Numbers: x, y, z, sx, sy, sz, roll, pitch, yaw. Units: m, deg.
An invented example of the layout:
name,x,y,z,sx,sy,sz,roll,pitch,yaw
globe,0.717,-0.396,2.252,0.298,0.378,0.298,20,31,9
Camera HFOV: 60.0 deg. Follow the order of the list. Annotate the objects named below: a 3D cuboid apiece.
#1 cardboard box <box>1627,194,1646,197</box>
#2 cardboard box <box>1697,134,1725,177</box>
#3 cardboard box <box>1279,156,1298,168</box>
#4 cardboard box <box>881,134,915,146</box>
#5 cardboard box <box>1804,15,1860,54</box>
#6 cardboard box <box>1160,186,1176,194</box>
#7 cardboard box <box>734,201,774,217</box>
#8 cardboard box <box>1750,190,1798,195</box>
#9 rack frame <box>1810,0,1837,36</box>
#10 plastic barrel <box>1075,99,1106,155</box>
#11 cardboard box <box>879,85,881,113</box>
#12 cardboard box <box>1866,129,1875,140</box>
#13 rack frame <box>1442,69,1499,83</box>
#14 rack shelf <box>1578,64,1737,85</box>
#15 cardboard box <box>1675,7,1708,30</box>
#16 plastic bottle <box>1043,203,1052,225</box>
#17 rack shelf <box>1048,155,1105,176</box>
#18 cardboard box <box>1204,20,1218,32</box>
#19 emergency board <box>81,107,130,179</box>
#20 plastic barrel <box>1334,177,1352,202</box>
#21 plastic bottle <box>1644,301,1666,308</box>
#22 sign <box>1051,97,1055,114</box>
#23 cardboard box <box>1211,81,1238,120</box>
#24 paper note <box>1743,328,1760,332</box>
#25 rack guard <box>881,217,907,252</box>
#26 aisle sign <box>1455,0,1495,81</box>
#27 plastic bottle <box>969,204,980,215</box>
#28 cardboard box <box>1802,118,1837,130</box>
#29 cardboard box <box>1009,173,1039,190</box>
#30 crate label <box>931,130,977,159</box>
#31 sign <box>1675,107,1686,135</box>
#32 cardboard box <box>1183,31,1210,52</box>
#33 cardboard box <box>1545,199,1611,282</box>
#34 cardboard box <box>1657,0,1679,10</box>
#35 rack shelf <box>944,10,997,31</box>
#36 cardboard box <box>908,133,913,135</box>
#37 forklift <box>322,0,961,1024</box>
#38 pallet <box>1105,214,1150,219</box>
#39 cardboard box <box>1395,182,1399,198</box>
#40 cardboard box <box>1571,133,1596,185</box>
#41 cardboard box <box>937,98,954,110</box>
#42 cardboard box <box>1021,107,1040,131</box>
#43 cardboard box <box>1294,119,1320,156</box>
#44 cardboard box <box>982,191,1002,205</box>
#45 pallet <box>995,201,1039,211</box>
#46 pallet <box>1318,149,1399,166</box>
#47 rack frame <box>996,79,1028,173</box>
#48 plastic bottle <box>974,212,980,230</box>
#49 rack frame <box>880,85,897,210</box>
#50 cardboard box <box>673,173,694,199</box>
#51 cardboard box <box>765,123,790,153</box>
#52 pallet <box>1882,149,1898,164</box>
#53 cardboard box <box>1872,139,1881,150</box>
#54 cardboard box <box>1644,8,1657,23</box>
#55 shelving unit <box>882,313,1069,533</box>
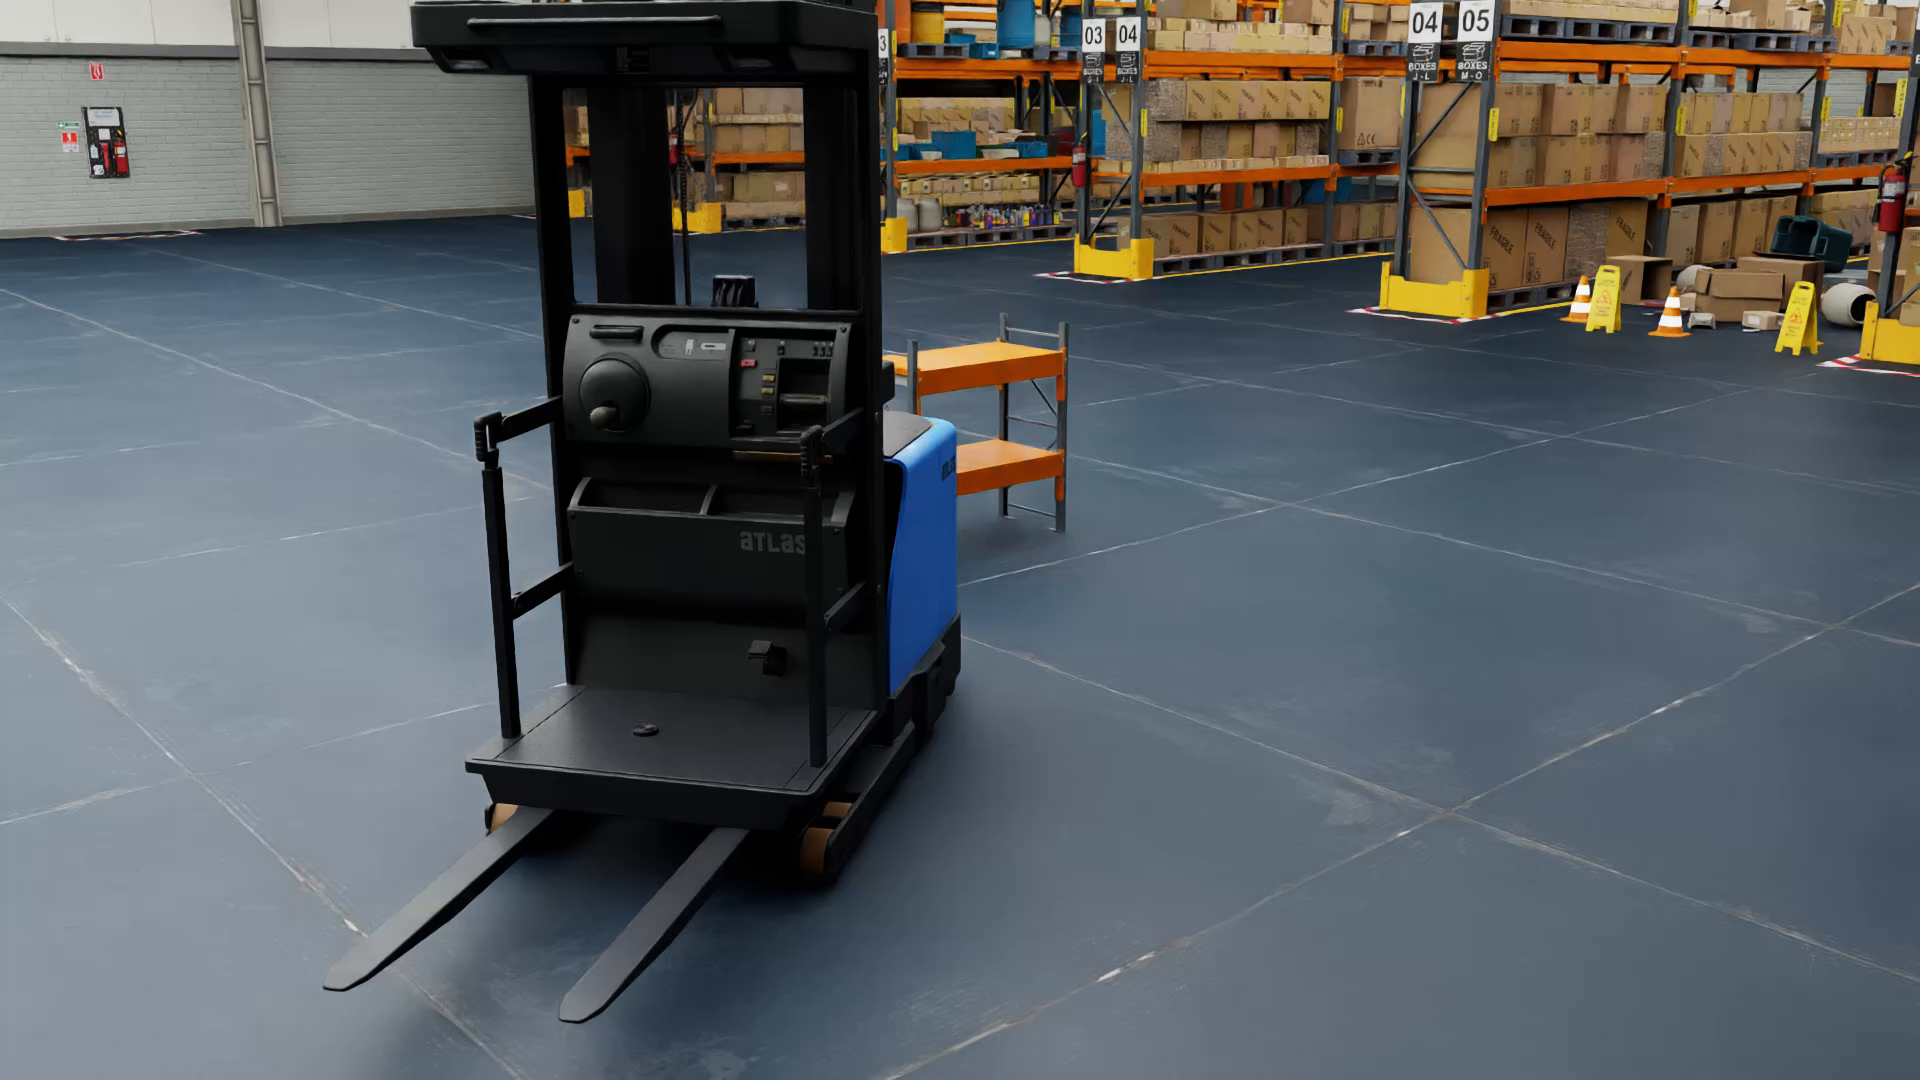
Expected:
name,x,y,z,sx,sy,sz,roll,pitch,yaw
cardboard box,11.543,-6.208,29.482,0.875,0.875,0.875,-13,19,-39
cardboard box,9.091,-4.768,20.594,0.500,0.500,0.500,-12,19,-39
cardboard box,4.450,-5.230,23.003,0.250,0.149,0.380,-13,19,-39
cardboard box,-1.200,-7.529,31.414,0.500,0.250,0.500,-11,19,-36
cardboard box,11.760,-6.817,22.454,0.500,0.500,0.500,-13,19,-39
cardboard box,4.309,-7.730,35.868,0.500,0.500,0.500,-13,20,-40
cardboard box,-3.634,-5.839,29.312,0.500,0.250,0.500,-13,19,-39
cardboard box,11.499,-4.799,23.482,0.500,0.250,0.500,-13,20,-41
rack frame,11.155,-8.173,21.911,0.127,3.000,1.000,-13,19,-39
plastic barrel,2.197,-6.793,27.397,0.708,0.901,0.600,-13,19,-39
cardboard box,-1.873,-8.108,30.584,0.500,0.500,0.700,-13,19,-39
cardboard box,12.823,-5.808,23.777,0.250,0.149,0.380,-12,19,-37
rack frame,7.975,-6.258,26.365,0.127,3.000,1.000,-13,19,-39
rack shelf,12.502,-8.376,29.876,4.000,0.370,1.077,-13,19,-39
cardboard box,8.925,-6.477,20.657,0.500,0.250,0.500,-13,20,-40
plastic bottle,1.410,-5.312,27.104,0.185,0.351,0.144,-13,20,-41
rack shelf,3.215,-6.536,28.799,4.000,0.370,1.077,-13,19,-39
cardboard box,3.107,-6.638,21.494,0.250,0.149,0.380,-13,20,-40
emergency board,-14.270,-6.655,27.851,0.643,1.169,0.194,-13,19,-39
plastic barrel,7.320,-7.000,32.395,0.708,0.901,0.600,-13,19,-39
plastic bottle,7.713,-2.596,18.349,0.283,0.061,0.133,8,17,28
sign,1.842,-8.639,33.035,0.005,0.325,0.100,-13,19,-39
cardboard box,3.292,-5.786,21.891,0.500,0.500,0.500,-13,19,-39
paper note,7.852,-2.086,16.502,0.148,0.019,0.142,8,17,28
rack guard,-1.285,-4.681,25.306,0.348,0.500,1.175,-13,19,-39
aisle sign,5.263,-5.105,17.013,0.004,0.787,0.394,-13,19,-39
plastic bottle,0.222,-5.286,27.006,0.185,0.351,0.144,-12,19,-37
cardboard box,11.832,-5.730,22.911,0.250,0.149,0.380,-13,20,-41
cardboard box,1.242,-7.196,33.304,0.500,0.311,0.500,-12,19,-38
crate label,-0.100,-6.248,26.261,0.616,0.435,0.502,-13,19,-39
sign,8.503,-4.946,19.623,0.005,0.325,0.100,-13,19,-39
cardboard box,2.858,-6.399,21.372,0.500,0.250,0.500,-13,20,-41
cardboard box,6.940,-3.527,19.446,0.875,0.875,0.875,-12,19,-39
cardboard box,7.935,-6.236,19.176,0.500,0.250,0.500,-13,20,-40
rack shelf,-0.271,-11.847,37.834,4.000,0.370,1.077,-13,19,-39
cardboard box,-1.183,-9.091,37.418,0.250,0.149,0.380,-12,19,-39
forklift,-0.836,-0.504,4.958,1.130,2.935,3.031,3,15,13
pallet,3.194,-5.545,29.102,1.213,0.211,1.003,-13,19,-39
cardboard box,7.096,-5.414,25.743,0.500,0.250,0.500,-10,18,-33
cardboard box,6.648,-4.330,18.855,0.500,0.550,0.875,-13,19,-39
cardboard box,-0.488,-9.918,37.806,0.500,0.250,0.500,-12,19,-39
cardboard box,1.658,-10.062,40.025,0.700,0.700,0.980,-12,19,-39
cardboard box,4.578,-5.708,23.536,0.500,0.500,0.875,-13,19,-39
cardboard box,0.471,-6.752,32.730,0.500,0.250,0.500,-12,19,-38
pallet,0.829,-6.708,33.453,1.213,0.211,1.003,-13,19,-39
pallet,5.630,-5.589,24.231,1.213,0.211,1.003,-13,19,-39
rack frame,1.238,-9.828,39.732,0.127,3.000,1.000,-13,19,-39
plastic bottle,0.261,-5.008,26.119,0.097,0.271,0.097,0,15,0
rack frame,-1.542,-7.509,31.050,0.127,3.000,1.000,-13,19,-39
cardboard box,-5.554,-7.294,34.237,0.500,0.500,0.500,14,21,43
cardboard box,-3.428,-7.129,29.434,0.500,0.500,0.700,-12,19,-39
pallet,13.500,-5.759,24.868,1.213,0.211,1.003,-13,19,-39
cardboard box,13.022,-5.707,23.976,0.250,0.149,0.380,-12,19,-37
cardboard box,7.689,-5.966,18.938,0.250,0.149,0.380,-12,19,-39
shelving unit,0.005,-0.545,8.609,1.048,1.125,0.538,-13,19,-39
